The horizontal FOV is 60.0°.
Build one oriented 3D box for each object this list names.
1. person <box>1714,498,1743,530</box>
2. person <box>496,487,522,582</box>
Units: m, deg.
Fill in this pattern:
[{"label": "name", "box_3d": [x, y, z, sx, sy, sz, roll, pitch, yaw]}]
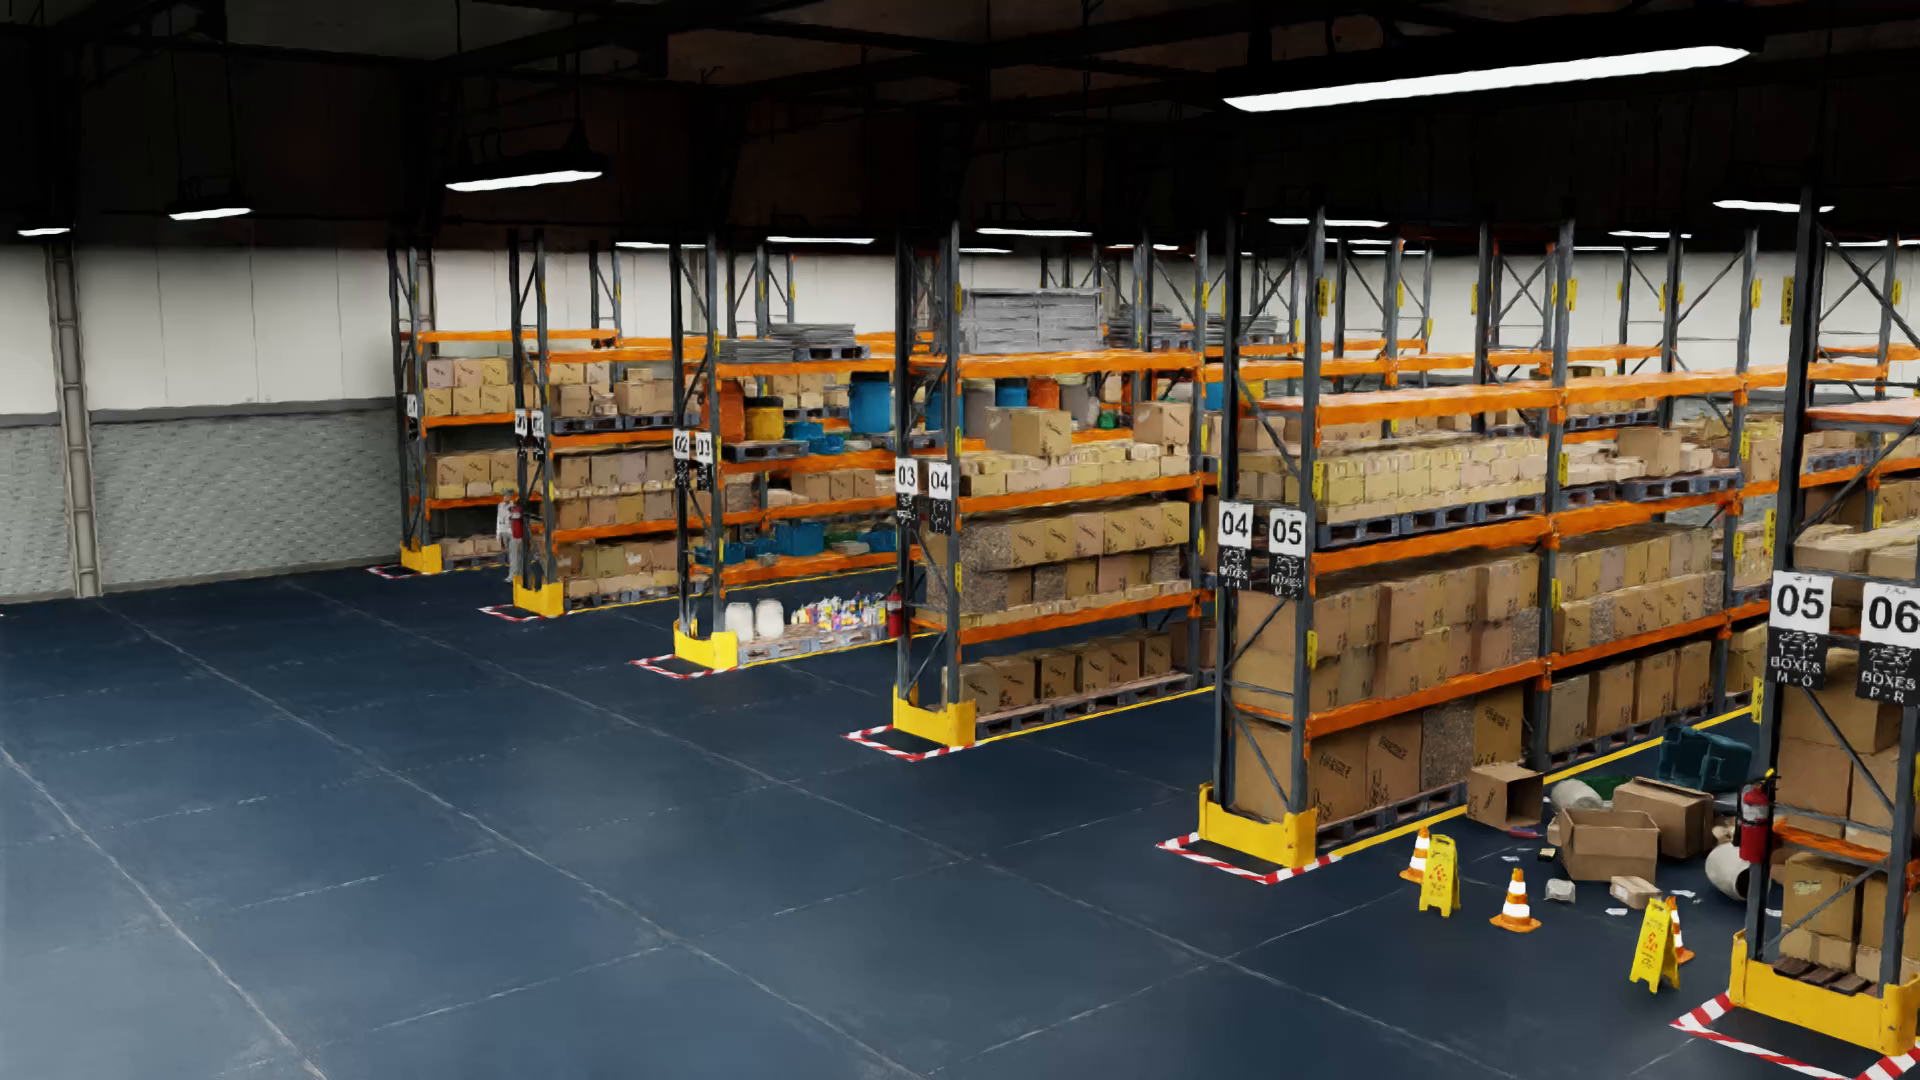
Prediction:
[{"label": "person", "box_3d": [14.556, -0.511, 31.384, 0.772, 1.719, 0.589, 0, 9, 0]}, {"label": "person", "box_3d": [-7.886, -0.129, 29.144, 0.543, 1.636, 0.912, 4, 10, 23]}]
